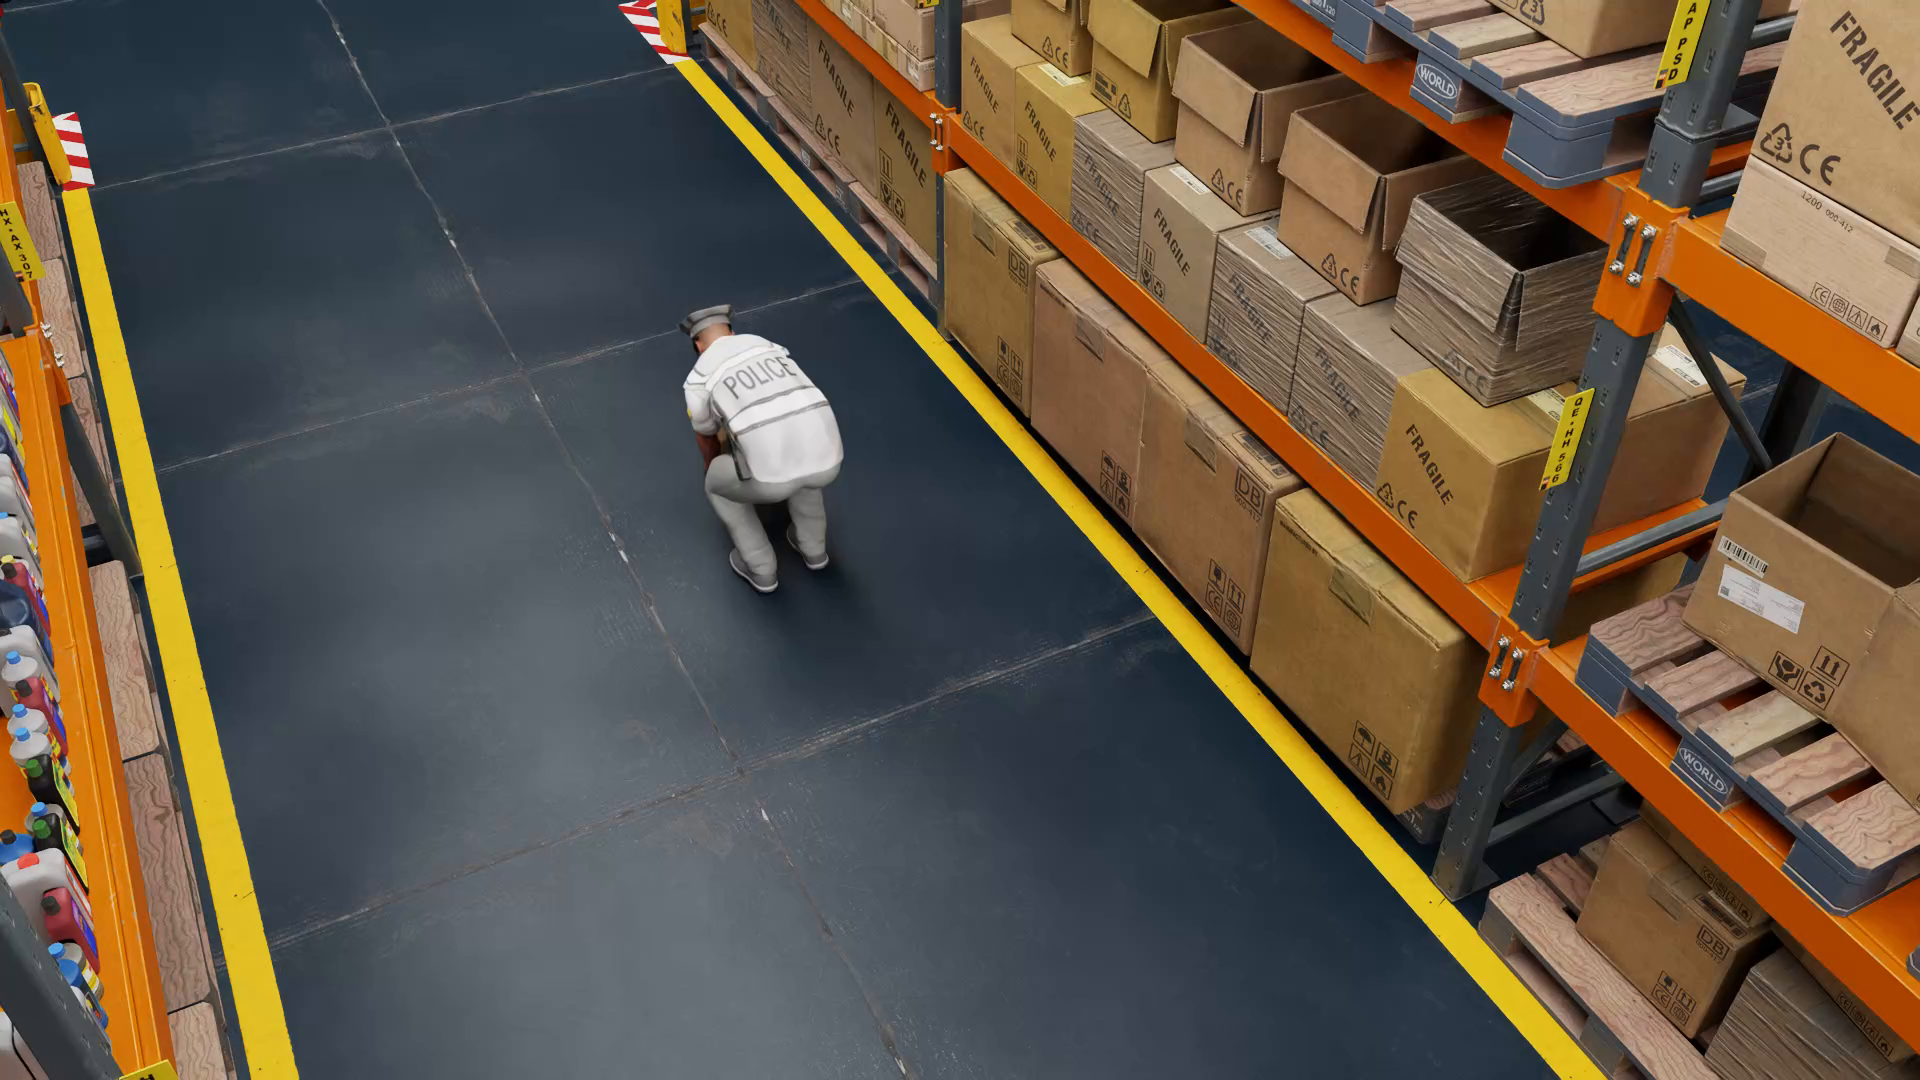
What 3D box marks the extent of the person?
[{"bbox_3d":[-0.870,-0.389,7.143,0.534,1.043,1.029,-21,45,-22],"label":"person"}]
